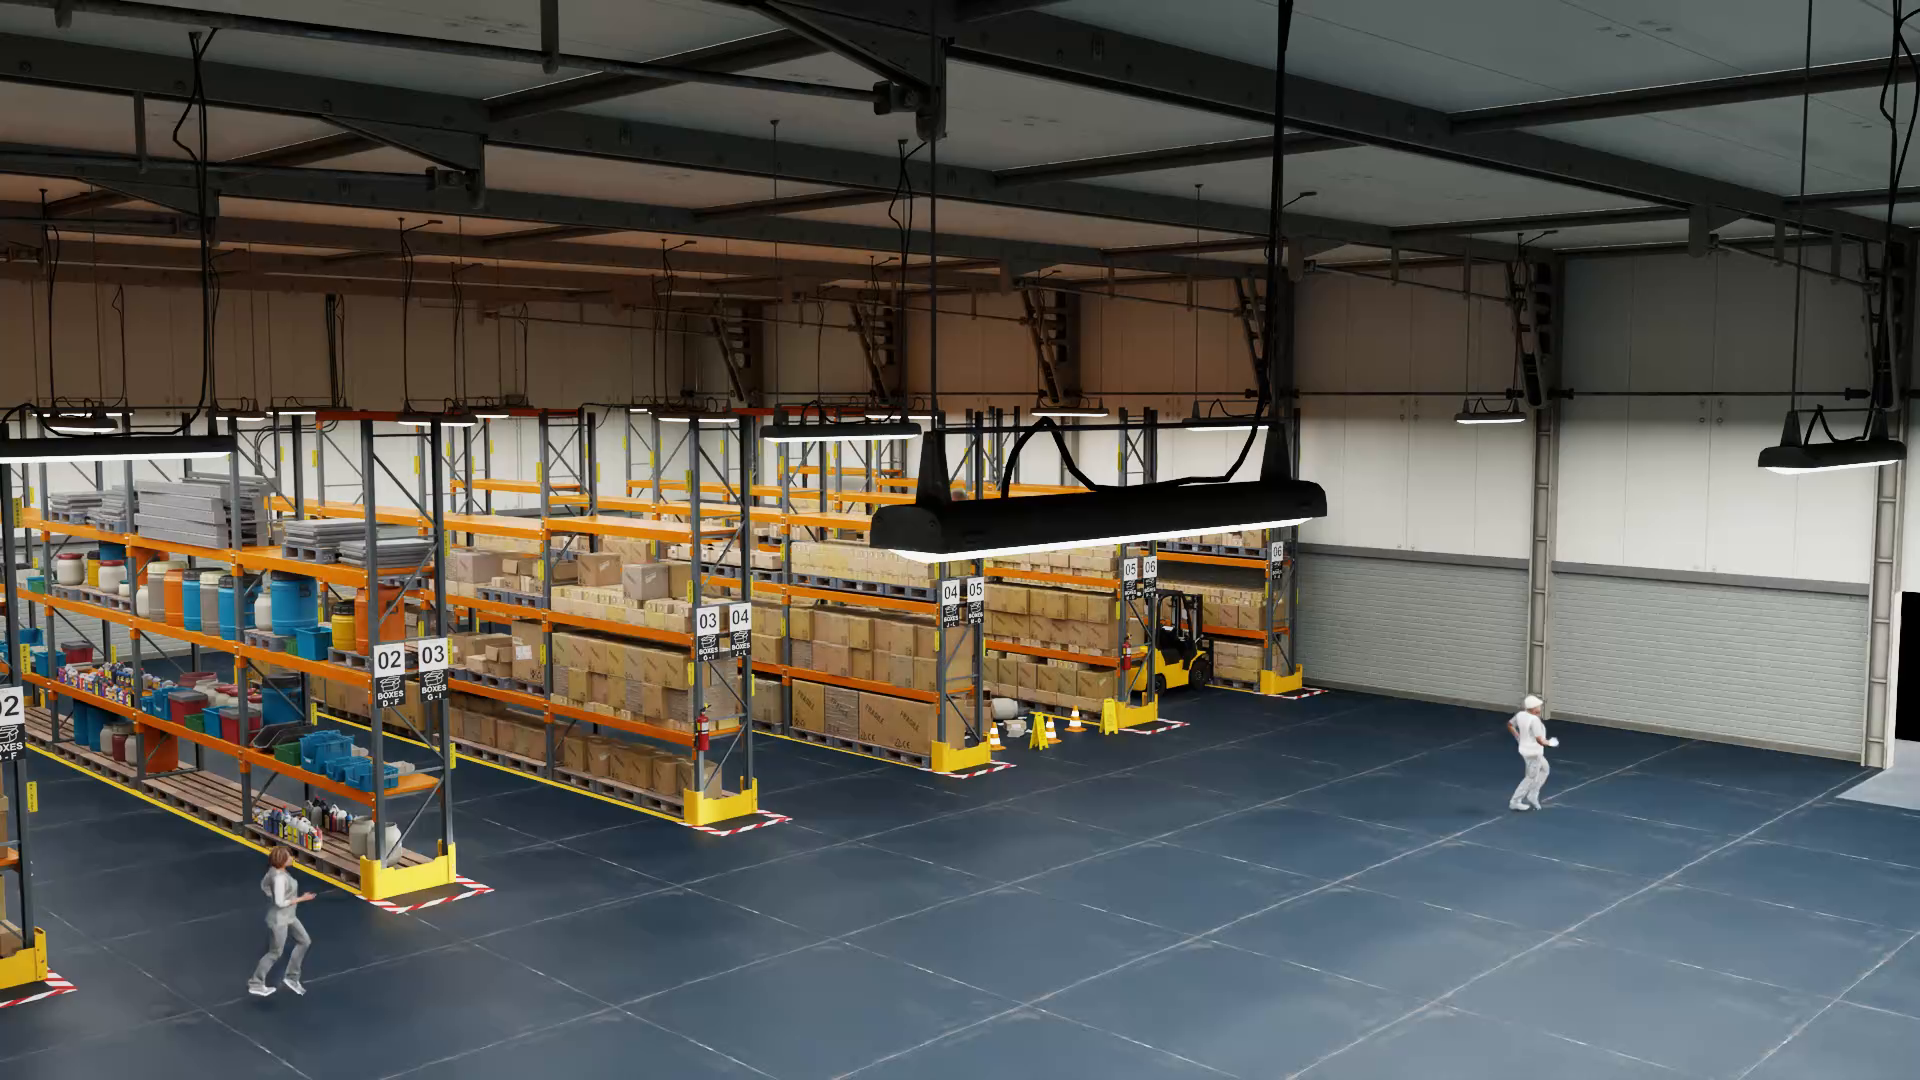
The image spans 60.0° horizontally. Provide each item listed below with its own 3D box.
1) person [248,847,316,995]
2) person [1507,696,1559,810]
[{"bbox_3d":[-7.079,4.002,17.358,0.702,1.634,0.513,-1,5,-15],"label":"person"},{"bbox_3d":[8.671,3.234,25.176,0.705,1.782,0.693,0,5,-1],"label":"person"}]
